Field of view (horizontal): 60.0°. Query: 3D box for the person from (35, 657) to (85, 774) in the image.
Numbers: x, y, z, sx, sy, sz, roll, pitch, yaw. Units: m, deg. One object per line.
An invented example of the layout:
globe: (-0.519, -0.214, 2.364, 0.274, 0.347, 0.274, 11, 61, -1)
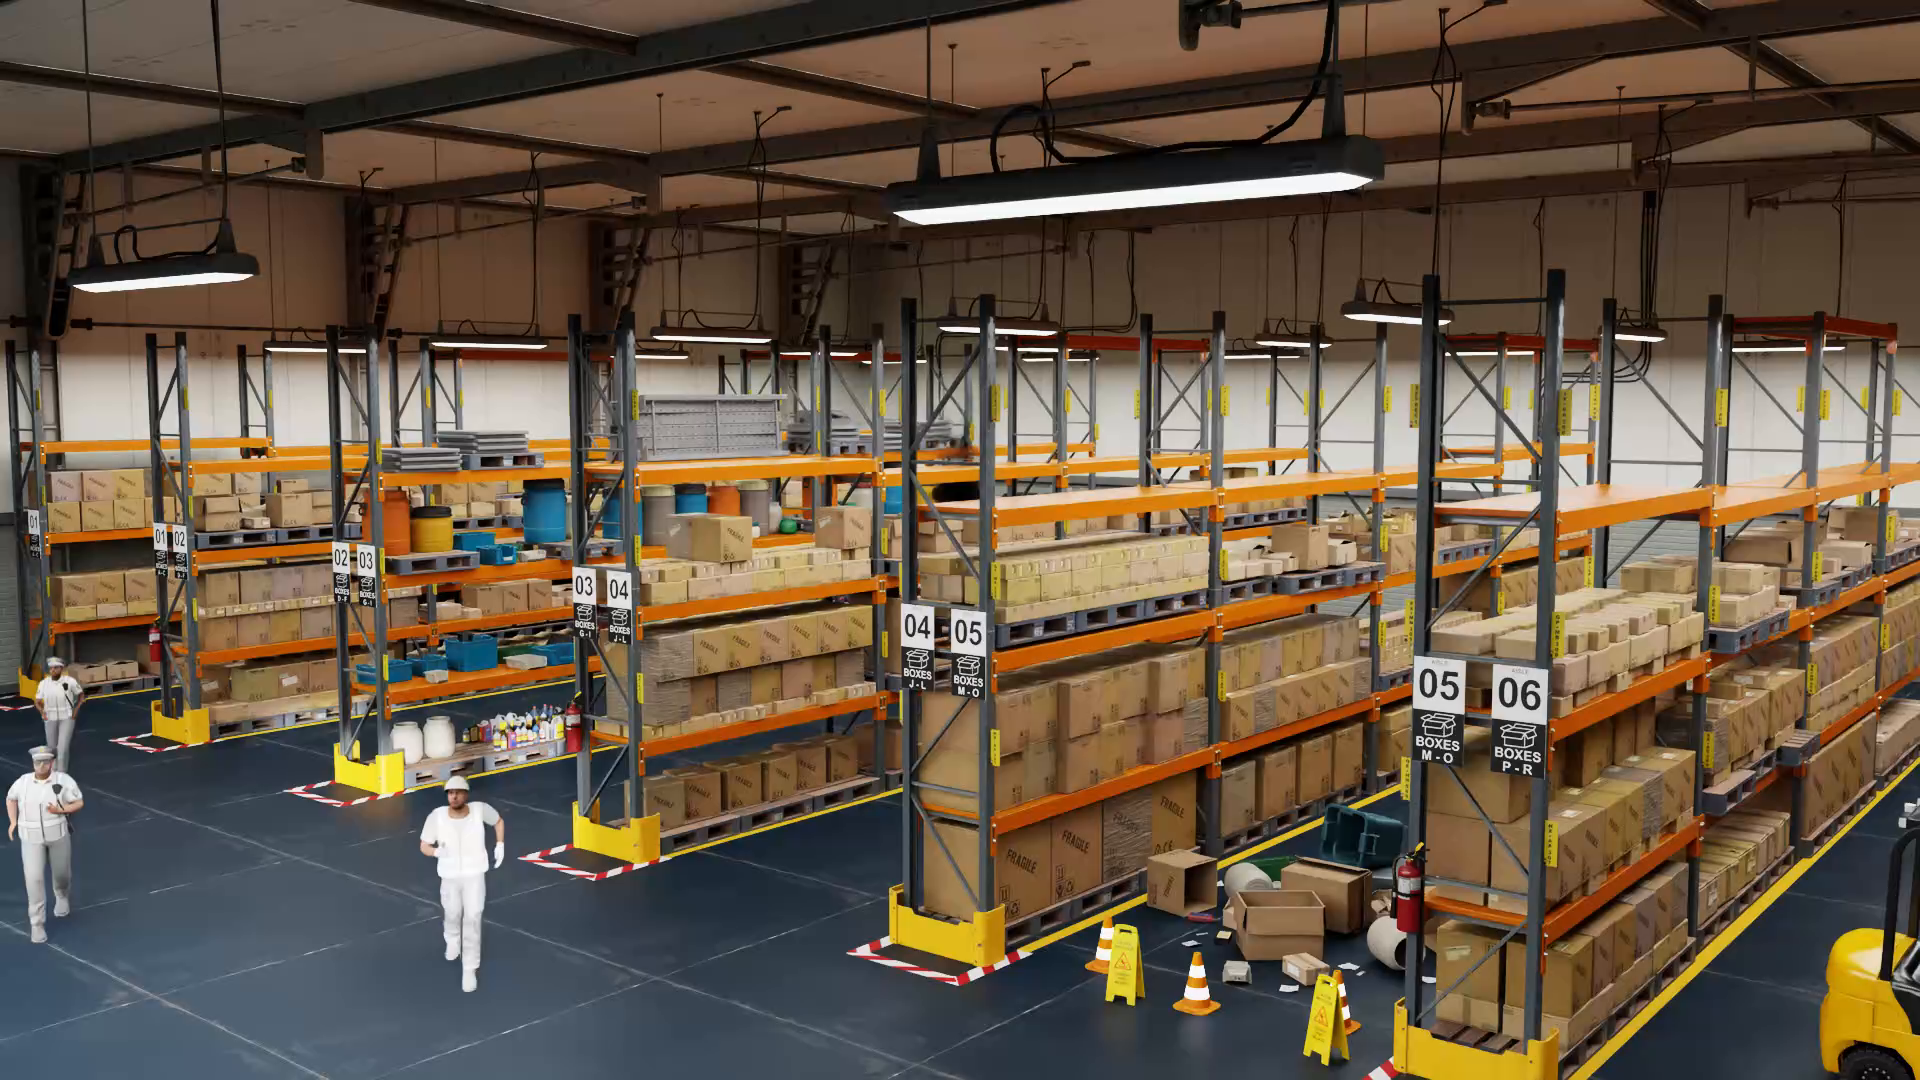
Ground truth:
person: (-11.895, 2.367, 22.004, 0.585, 1.696, 0.756, -2, 5, -21)

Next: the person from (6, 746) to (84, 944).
person: (-8.714, 2.833, 15.855, 0.658, 1.782, 0.955, -3, 6, -27)

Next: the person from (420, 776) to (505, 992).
person: (-4.380, 2.958, 14.674, 0.695, 1.828, 0.929, -1, 5, -11)
